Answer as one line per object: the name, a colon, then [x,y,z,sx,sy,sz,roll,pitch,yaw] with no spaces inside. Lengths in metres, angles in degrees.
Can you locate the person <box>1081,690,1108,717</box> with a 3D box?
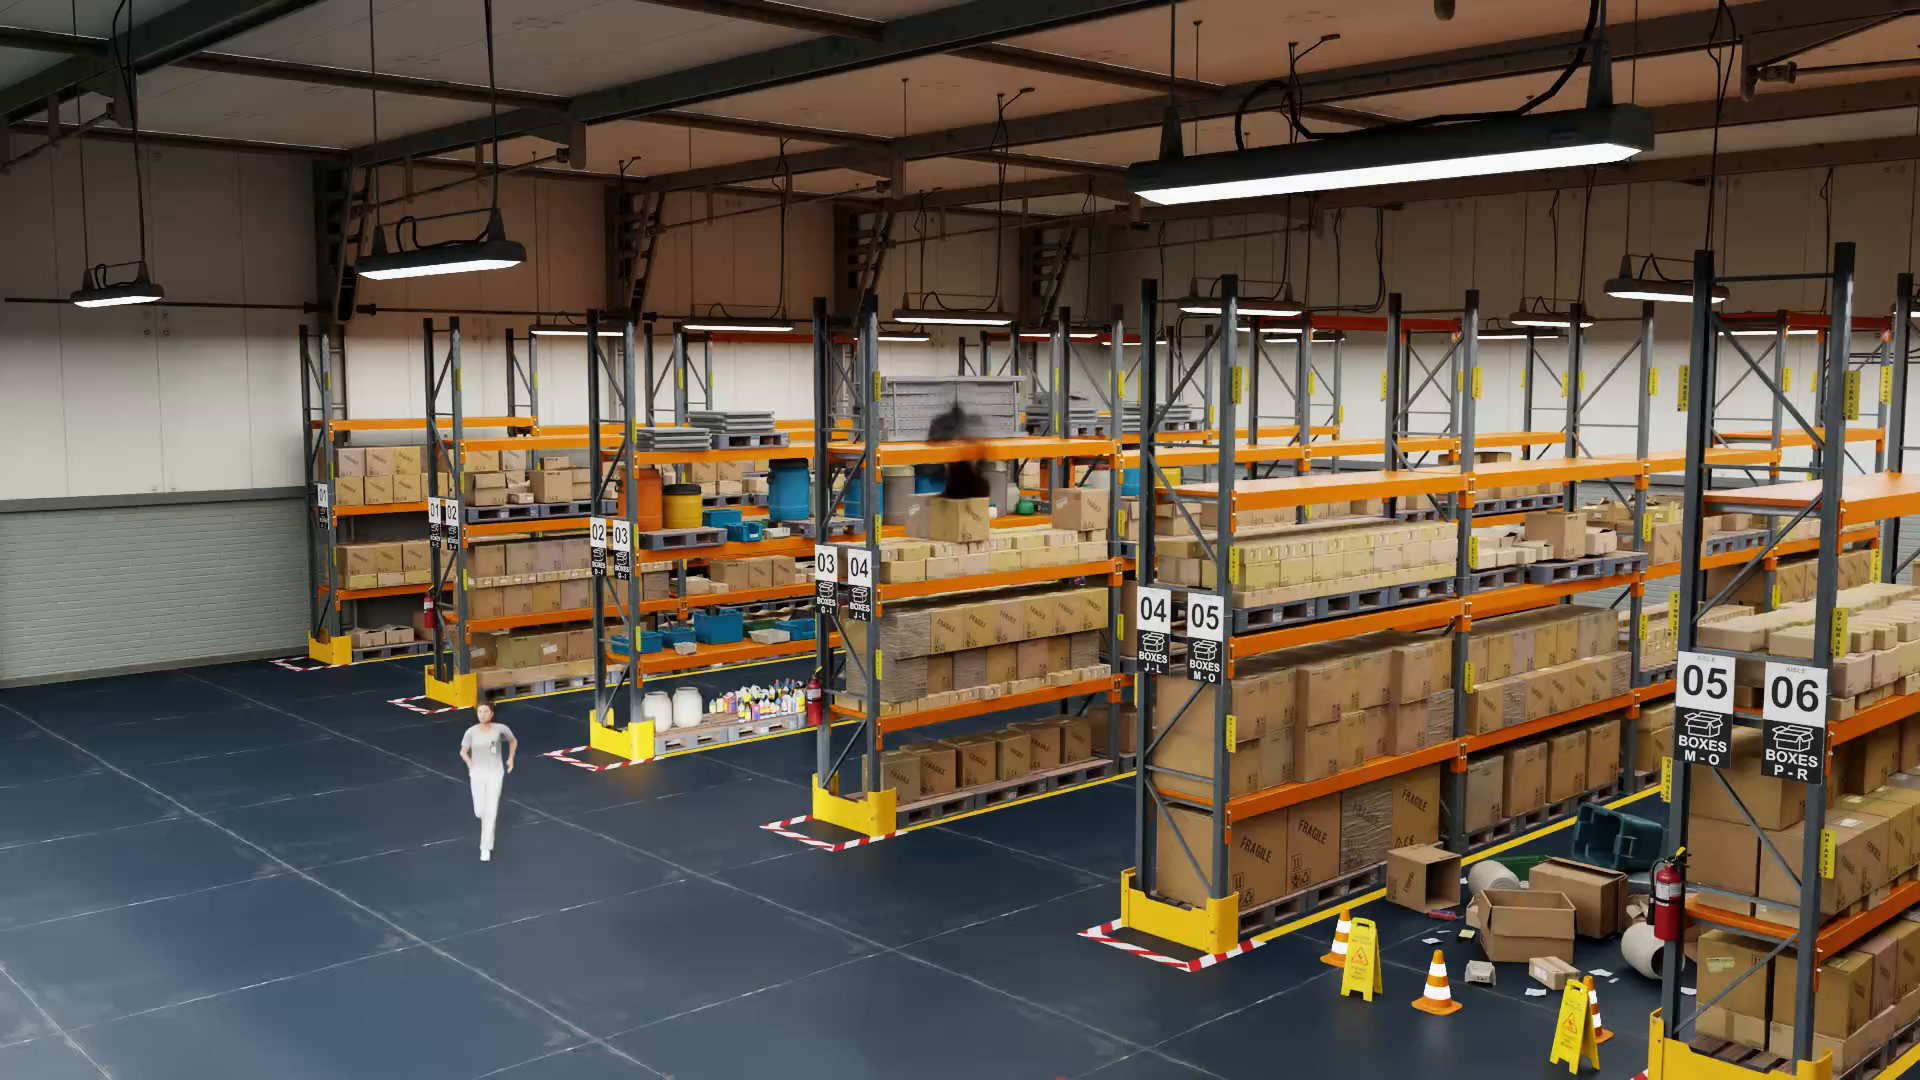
person: [2.068,1.758,25.078,0.624,1.831,0.752,4,7,35]

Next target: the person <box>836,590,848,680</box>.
person: [-1.787,1.405,28.160,0.657,1.804,0.937,6,8,44]

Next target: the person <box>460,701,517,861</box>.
person: [-5.073,2.538,17.884,0.584,1.633,0.970,-1,6,-8]
